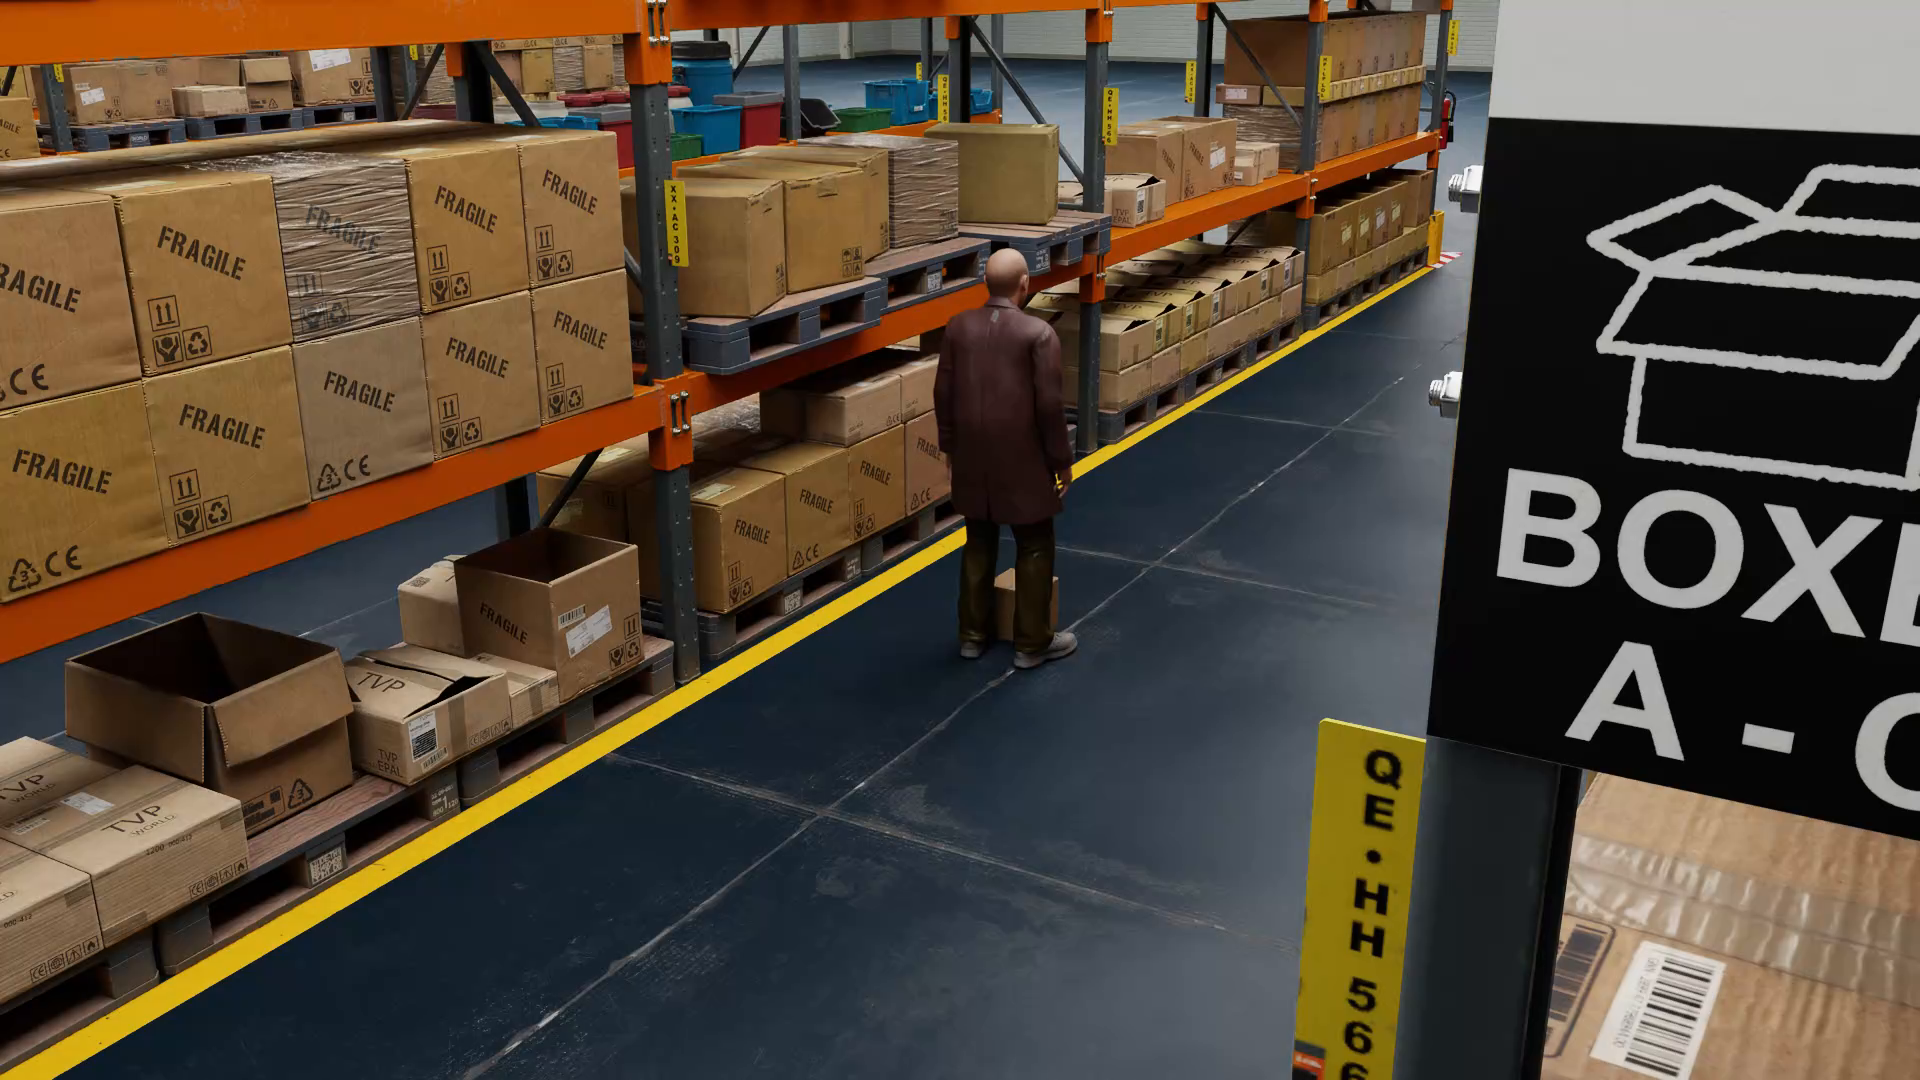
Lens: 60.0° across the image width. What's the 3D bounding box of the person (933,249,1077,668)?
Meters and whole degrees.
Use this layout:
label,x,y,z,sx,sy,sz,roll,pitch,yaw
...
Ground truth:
label,x,y,z,sx,sy,sz,roll,pitch,yaw
person,0.192,-0.343,7.079,0.643,1.773,0.431,11,22,28
